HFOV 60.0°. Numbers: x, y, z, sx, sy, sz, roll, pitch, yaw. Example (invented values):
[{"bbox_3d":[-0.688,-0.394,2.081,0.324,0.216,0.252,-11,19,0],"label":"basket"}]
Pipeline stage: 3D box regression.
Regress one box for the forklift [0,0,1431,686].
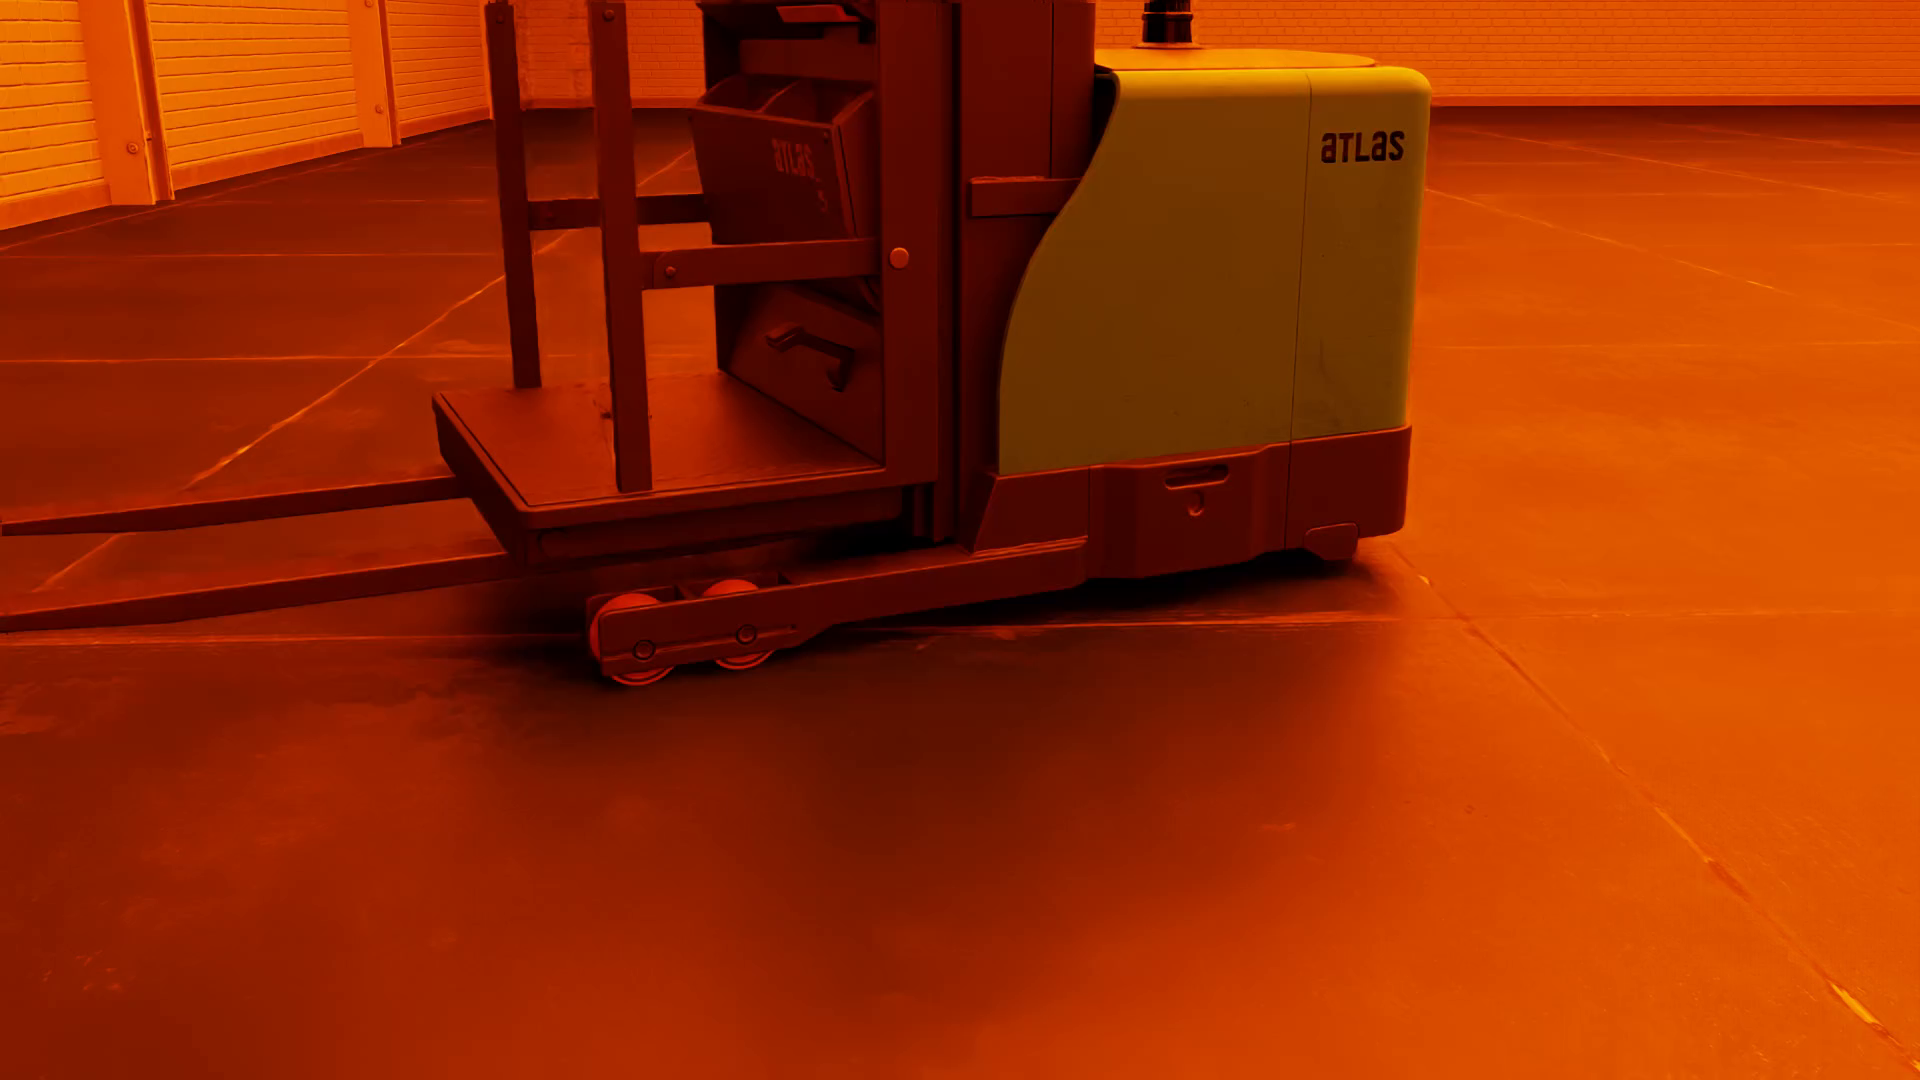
[{"bbox_3d":[-0.550,-1.310,3.191,3.031,2.935,1.130,-8,19,-24],"label":"forklift"}]
